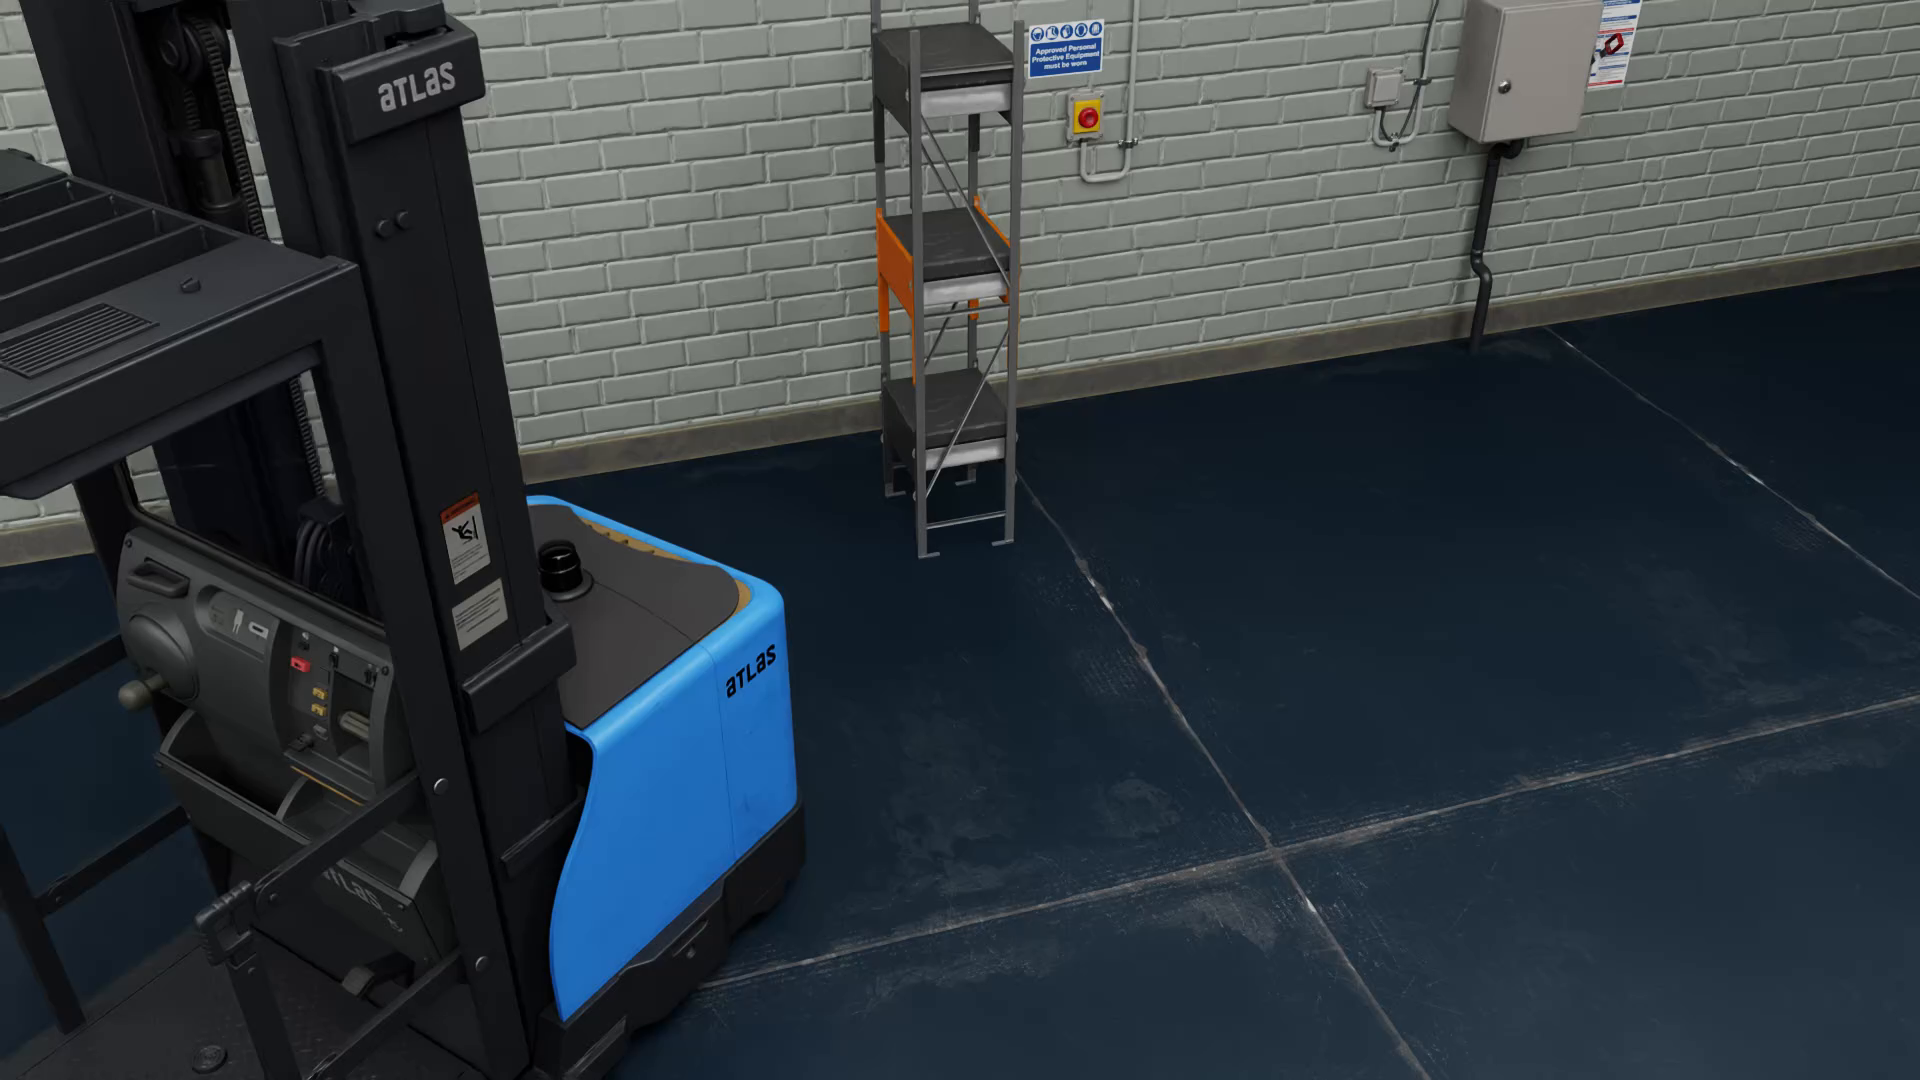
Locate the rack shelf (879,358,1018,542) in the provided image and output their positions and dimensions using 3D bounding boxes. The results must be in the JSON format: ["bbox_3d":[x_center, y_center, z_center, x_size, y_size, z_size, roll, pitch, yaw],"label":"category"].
[{"bbox_3d":[-0.050,-0.368,6.696,0.431,0.518,0.480,-10,35,-15],"label":"rack shelf"}]

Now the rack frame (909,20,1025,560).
[{"bbox_3d":[0.024,-0.835,6.109,0.400,2.100,0.015,-10,35,-15],"label":"rack frame"}]

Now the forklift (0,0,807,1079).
[{"bbox_3d":[-1.700,0.339,3.579,1.130,2.935,3.031,20,38,27],"label":"forklift"}]

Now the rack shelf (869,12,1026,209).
[{"bbox_3d":[-0.050,-1.536,5.924,0.431,0.518,0.480,-10,35,-15],"label":"rack shelf"}]

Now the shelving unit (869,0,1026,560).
[{"bbox_3d":[-0.050,-0.963,6.303,0.431,2.100,0.503,-10,35,-15],"label":"shelving unit"}]

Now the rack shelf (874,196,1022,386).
[{"bbox_3d":[-0.050,-0.952,6.310,0.431,0.518,0.480,-10,35,-15],"label":"rack shelf"}]

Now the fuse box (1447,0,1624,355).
[{"bbox_3d":[2.546,-1.622,7.653,0.539,1.711,0.414,-10,35,-15],"label":"fuse box"}]

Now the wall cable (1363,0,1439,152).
[{"bbox_3d":[1.848,-2.552,6.969,0.588,1.984,0.122,-10,35,-15],"label":"wall cable"}]

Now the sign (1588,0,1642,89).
[{"bbox_3d":[2.953,-2.312,7.614,0.329,0.494,0.001,-10,35,-15],"label":"sign"}]

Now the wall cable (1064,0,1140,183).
[{"bbox_3d":[0.501,-2.320,6.591,0.585,1.953,0.123,-10,35,-15],"label":"wall cable"}]

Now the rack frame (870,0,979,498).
[{"bbox_3d":[-0.125,-1.091,6.497,0.400,2.100,0.015,-10,35,-15],"label":"rack frame"}]

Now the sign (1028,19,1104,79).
[{"bbox_3d":[0.436,-2.020,6.841,0.327,0.218,0.001,-10,35,-15],"label":"sign"}]
